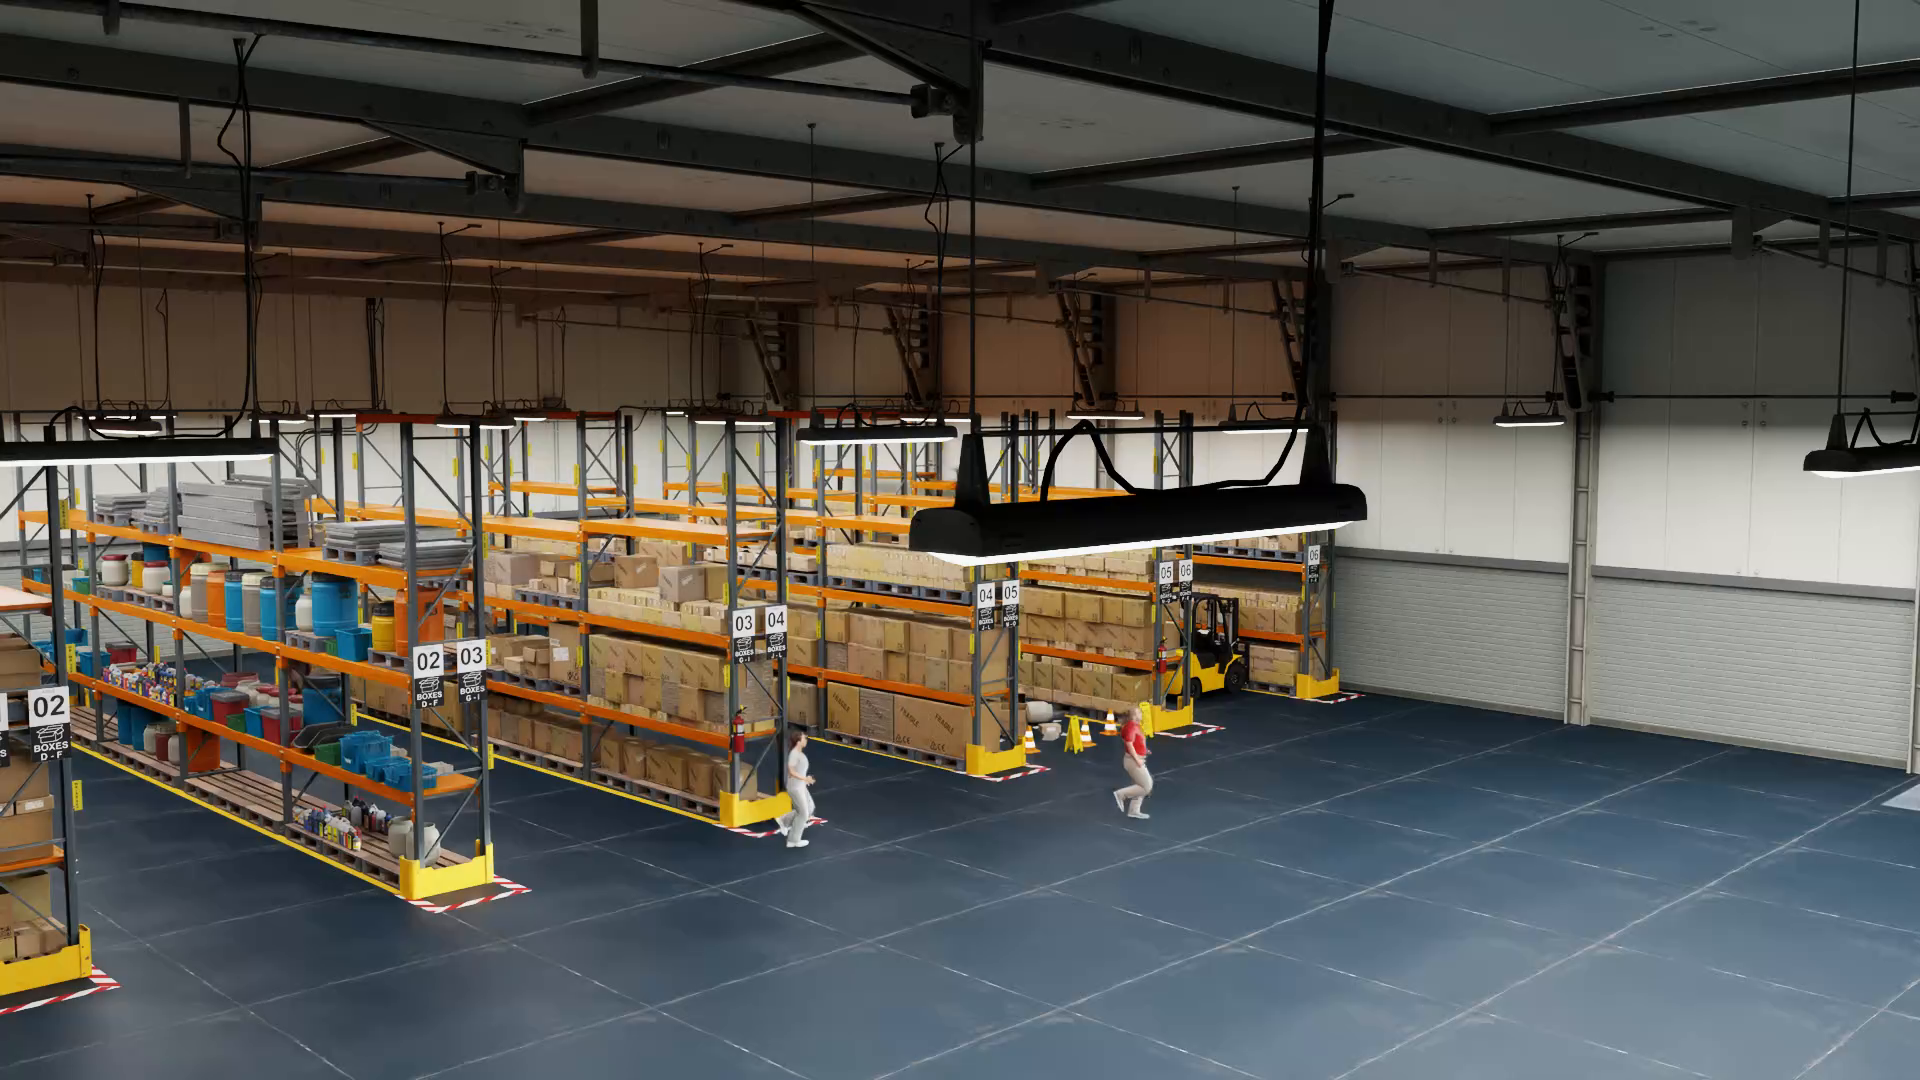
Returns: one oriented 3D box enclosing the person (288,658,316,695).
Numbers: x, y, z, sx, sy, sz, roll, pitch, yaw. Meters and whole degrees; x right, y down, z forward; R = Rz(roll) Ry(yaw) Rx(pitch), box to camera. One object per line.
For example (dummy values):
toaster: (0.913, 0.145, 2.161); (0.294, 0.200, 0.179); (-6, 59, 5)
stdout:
person: (-13.069, 2.657, 32.862); (0.753, 1.742, 1.084); (-4, 6, -40)

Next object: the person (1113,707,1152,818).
person: (2.581, 3.342, 24.889); (0.591, 1.689, 0.707); (0, 5, -1)

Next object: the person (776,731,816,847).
person: (-2.313, 3.493, 23.432); (0.592, 1.625, 0.605); (0, 5, 2)

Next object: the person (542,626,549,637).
person: (-10.567, 1.818, 42.811); (0.610, 1.619, 0.561); (1, 5, 17)
